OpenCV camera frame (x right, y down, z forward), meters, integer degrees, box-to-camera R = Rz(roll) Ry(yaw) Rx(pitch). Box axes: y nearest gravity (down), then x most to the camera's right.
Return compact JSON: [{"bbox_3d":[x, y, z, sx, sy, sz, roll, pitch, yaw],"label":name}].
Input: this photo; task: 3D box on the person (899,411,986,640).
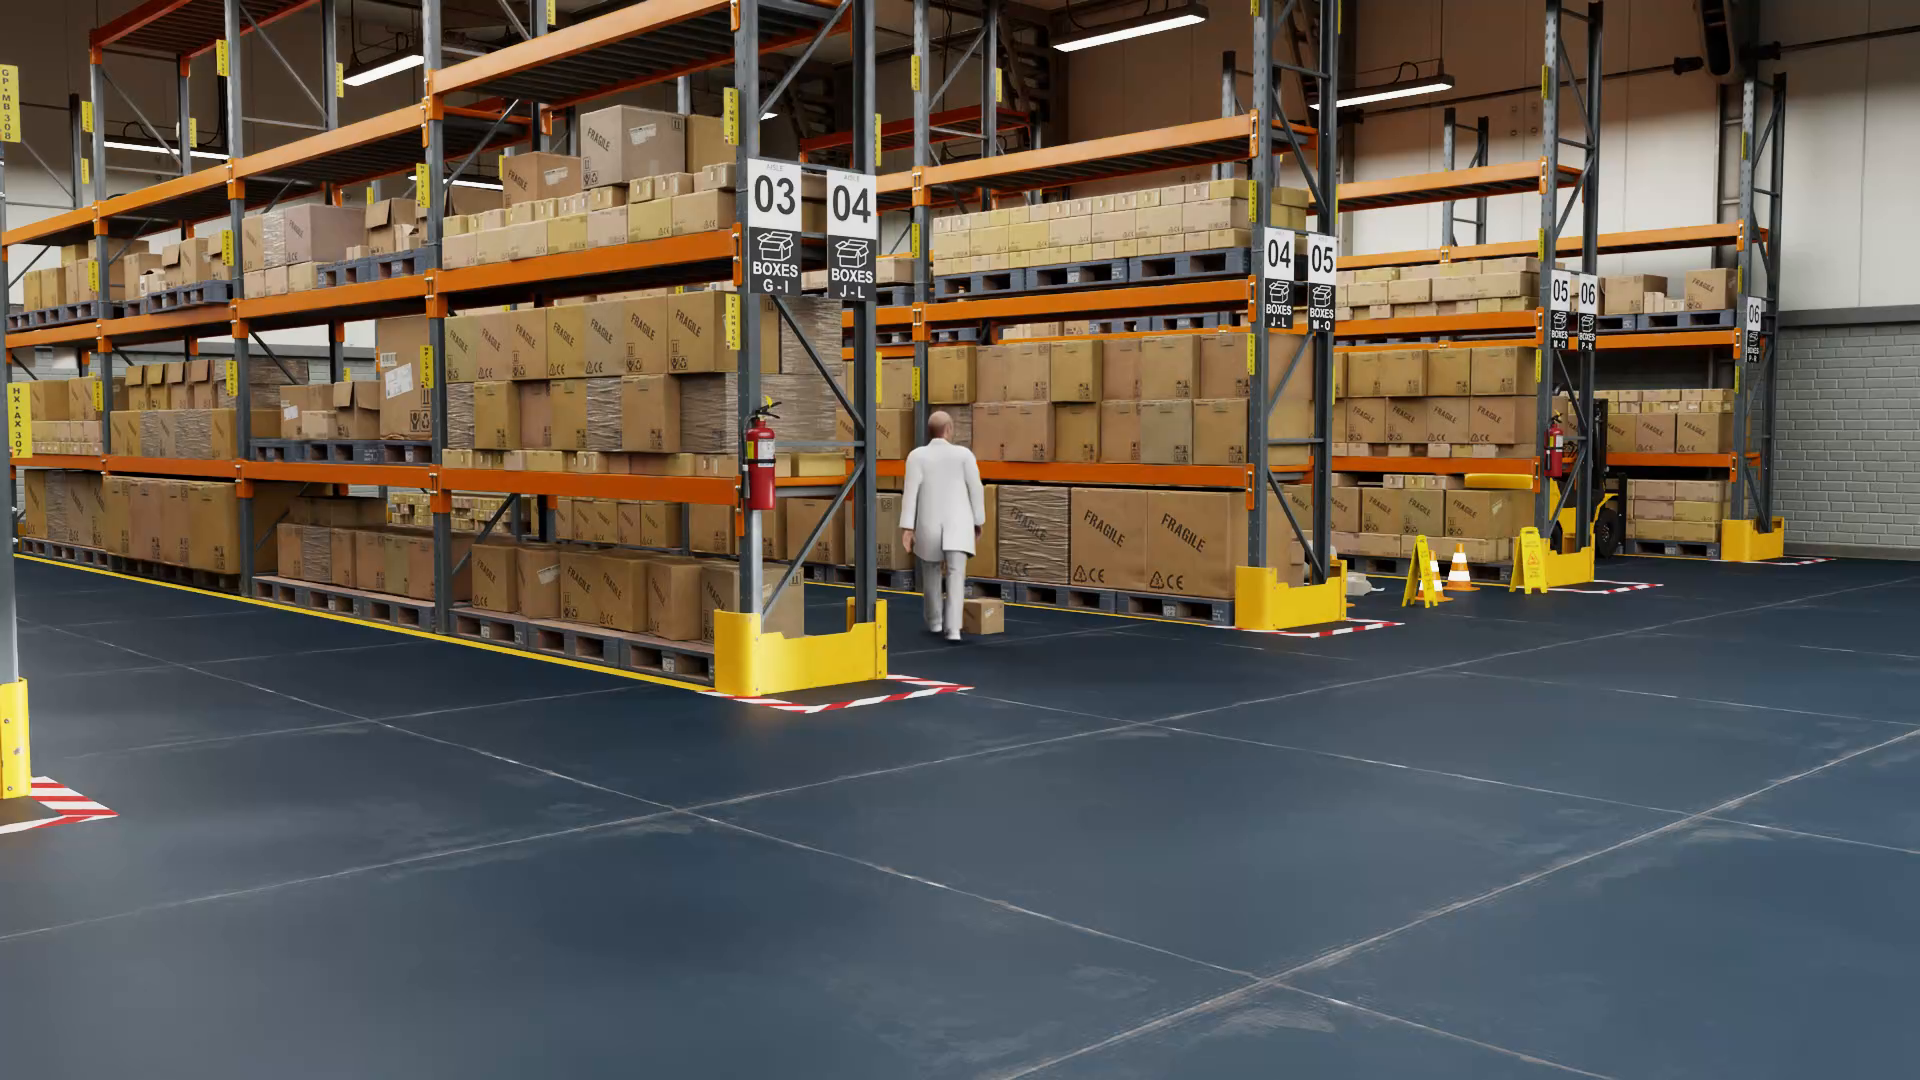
[{"bbox_3d":[-0.112,-0.124,12.742,0.626,1.720,1.089,1,4,9],"label":"person"}]
